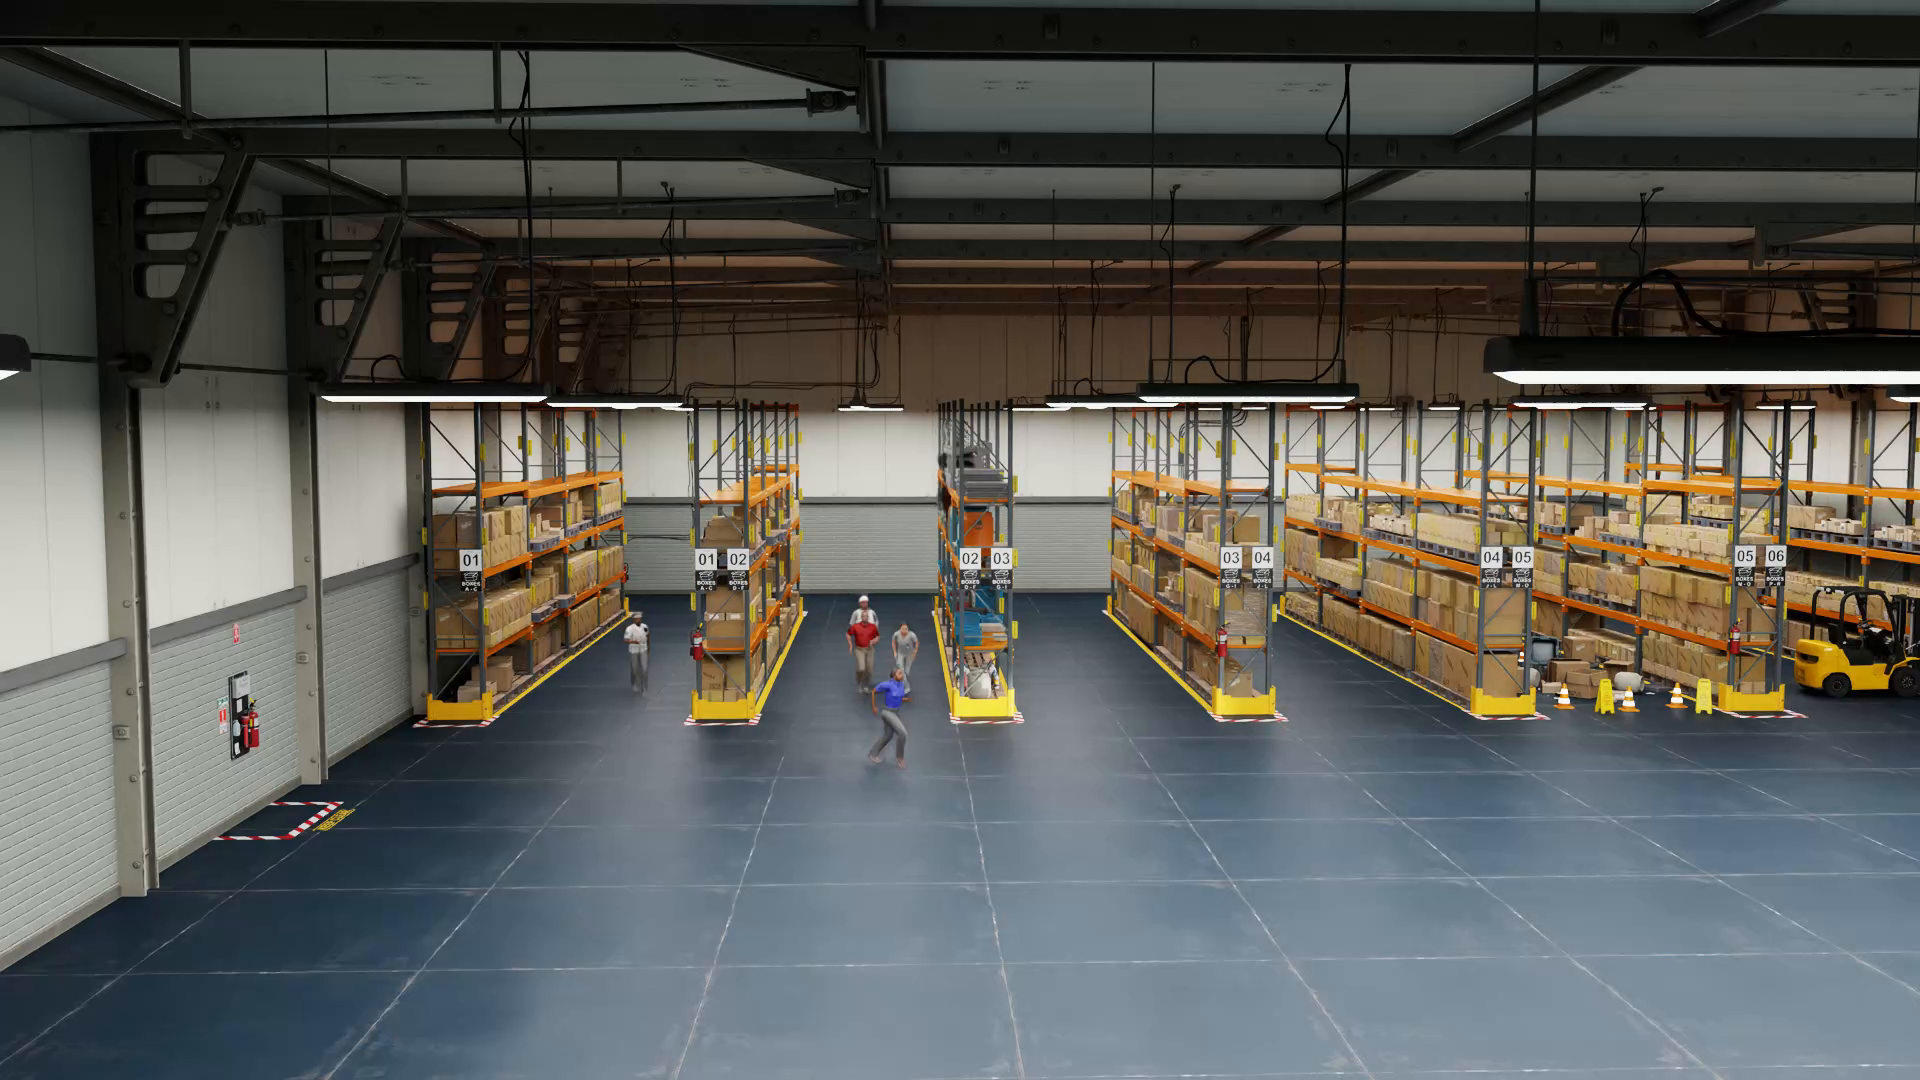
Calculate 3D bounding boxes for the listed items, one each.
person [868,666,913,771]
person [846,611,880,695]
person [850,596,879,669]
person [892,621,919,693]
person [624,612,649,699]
[{"bbox_3d":[-1.131,2.878,26.838,0.823,1.676,0.599,2,5,29],"label":"person"},{"bbox_3d":[-1.939,2.303,33.803,0.648,1.708,0.658,-1,5,-17],"label":"person"},{"bbox_3d":[-2.085,2.092,36.442,0.669,1.733,0.760,-1,4,-13],"label":"person"},{"bbox_3d":[-1.112,2.386,34.271,0.566,1.520,0.972,0,4,3],"label":"person"},{"bbox_3d":[-6.548,2.303,33.761,0.569,1.735,0.851,-2,5,-21],"label":"person"}]
